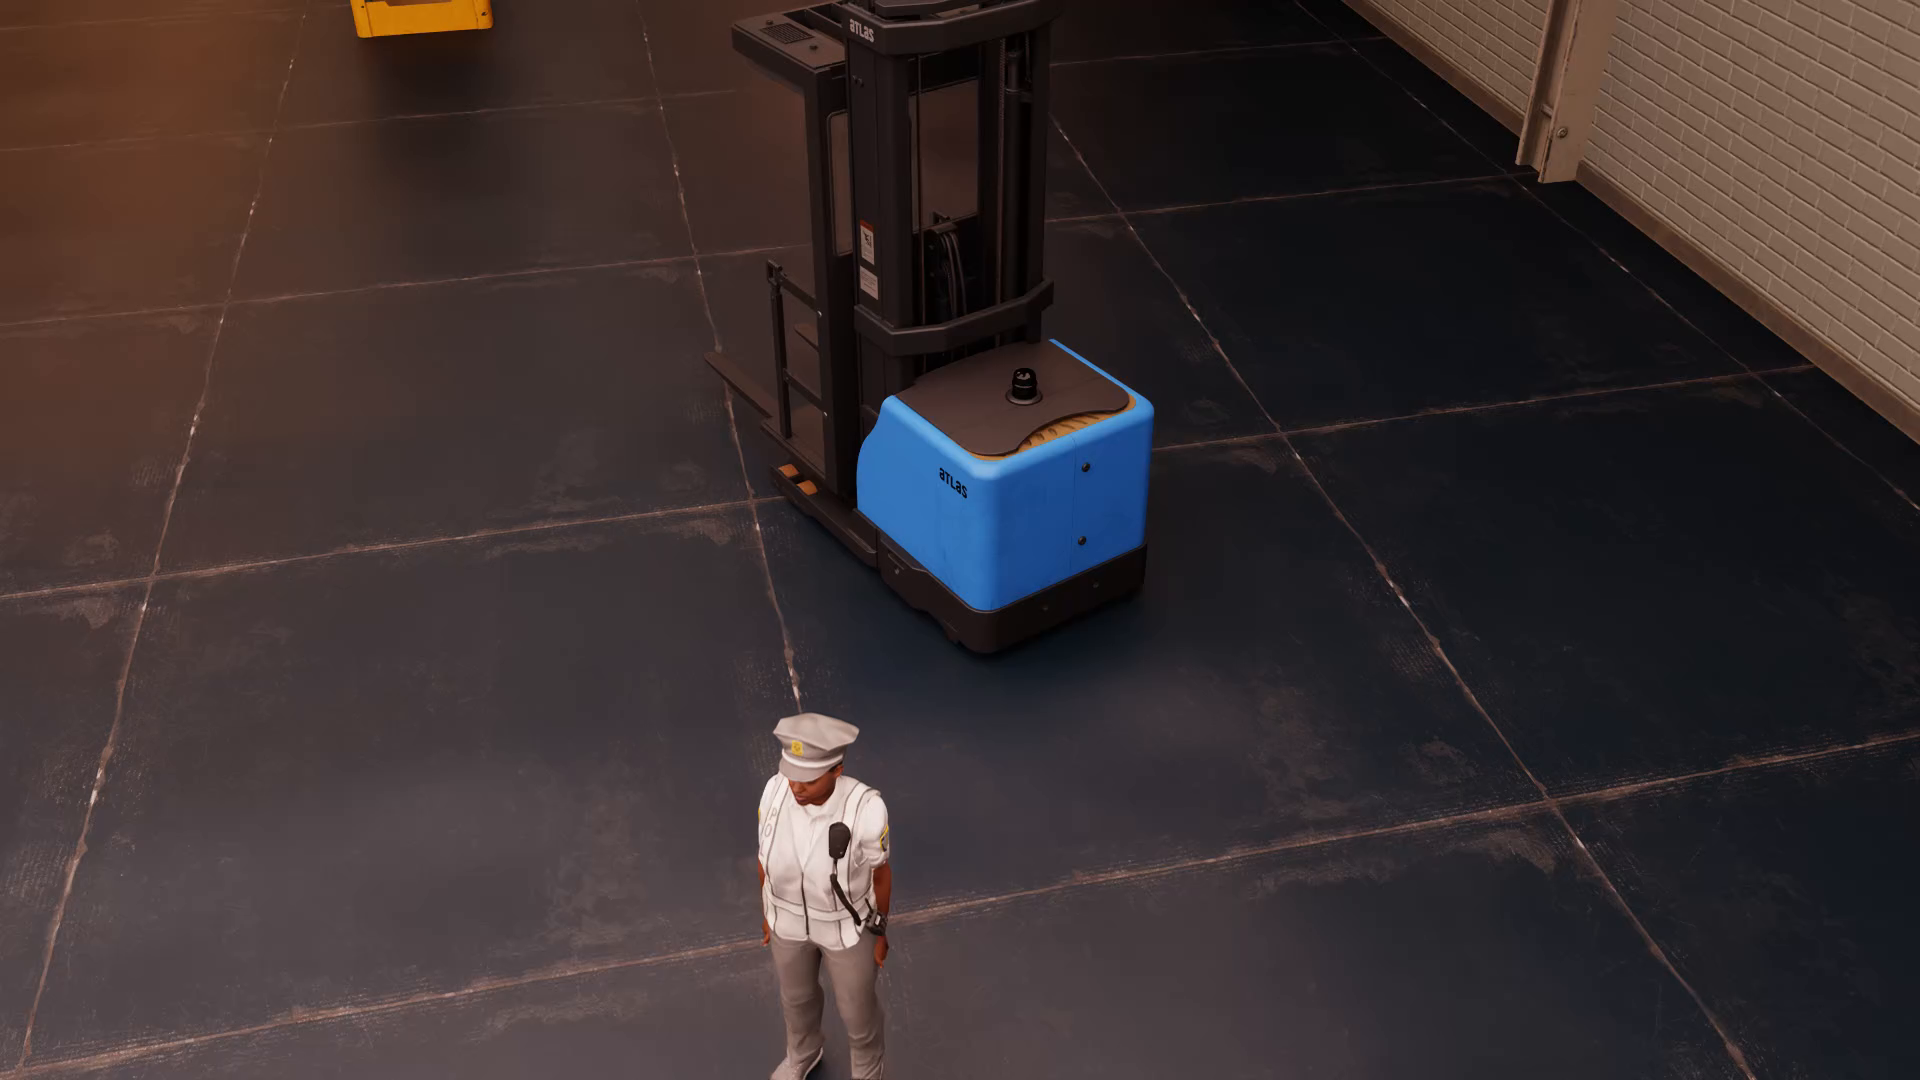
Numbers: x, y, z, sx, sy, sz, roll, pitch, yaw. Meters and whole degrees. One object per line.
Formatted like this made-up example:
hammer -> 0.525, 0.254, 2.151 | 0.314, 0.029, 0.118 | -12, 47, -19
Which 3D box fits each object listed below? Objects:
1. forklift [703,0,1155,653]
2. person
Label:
forklift -> -0.350, -1.480, 8.107 | 1.130, 2.935, 3.031 | -22, 41, -28
person -> -0.446, 1.241, 5.396 | 0.441, 1.688, 0.337 | 10, 37, 14
